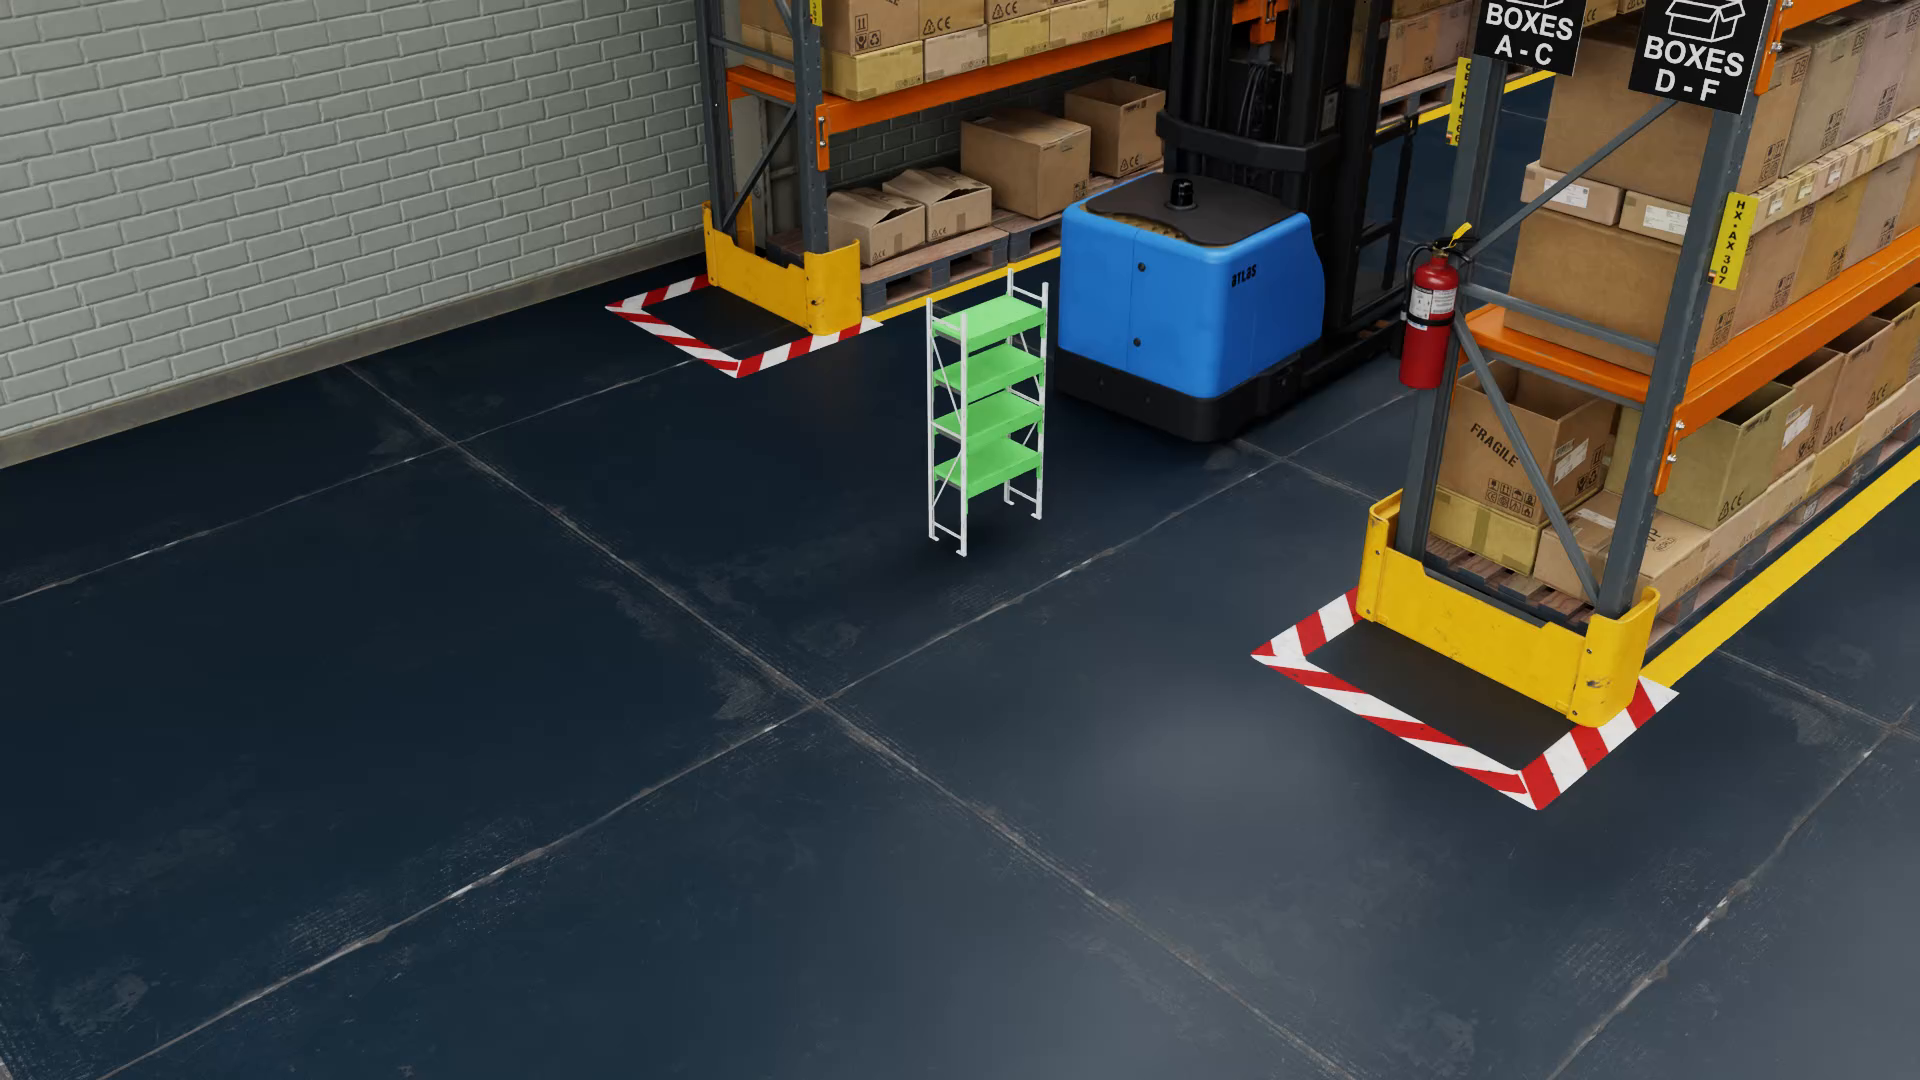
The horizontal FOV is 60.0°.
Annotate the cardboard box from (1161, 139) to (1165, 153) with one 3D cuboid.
[{"bbox_3d":[1.427,-2.910,11.928,0.380,0.166,0.250,23,38,33],"label":"cardboard box"}]

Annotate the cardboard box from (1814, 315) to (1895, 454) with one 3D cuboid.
[{"bbox_3d":[3.883,-0.782,7.668,0.500,0.500,0.500,-26,40,-35],"label":"cardboard box"}]

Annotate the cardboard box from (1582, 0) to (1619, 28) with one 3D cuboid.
[{"bbox_3d":[5.361,-5.024,14.749,0.750,0.750,0.750,-26,40,-36],"label":"cardboard box"}]

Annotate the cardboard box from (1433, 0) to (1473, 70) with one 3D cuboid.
[{"bbox_3d":[3.783,-4.259,13.814,0.500,0.500,0.700,-26,40,-36],"label":"cardboard box"}]

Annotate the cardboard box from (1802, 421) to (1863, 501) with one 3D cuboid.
[{"bbox_3d":[3.883,-0.463,7.864,0.500,0.250,0.500,-26,40,-35],"label":"cardboard box"}]

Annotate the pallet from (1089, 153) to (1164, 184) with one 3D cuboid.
[{"bbox_3d":[1.331,-2.691,11.949,1.213,0.211,1.003,-26,40,-35],"label":"pallet"}]

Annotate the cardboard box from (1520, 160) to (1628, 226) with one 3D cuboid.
[{"bbox_3d":[2.388,-1.348,6.361,0.250,0.149,0.380,-27,40,-36],"label":"cardboard box"}]

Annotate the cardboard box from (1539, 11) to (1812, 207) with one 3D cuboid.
[{"bbox_3d":[2.627,-1.596,6.145,0.500,0.500,0.700,-26,40,-35],"label":"cardboard box"}]

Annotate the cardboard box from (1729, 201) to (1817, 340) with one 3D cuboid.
[{"bbox_3d":[2.970,-1.211,6.760,0.500,0.500,0.700,-25,39,-34],"label":"cardboard box"}]

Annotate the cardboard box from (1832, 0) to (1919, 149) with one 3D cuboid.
[{"bbox_3d":[3.378,-1.963,6.746,0.500,0.500,0.700,-26,40,-35],"label":"cardboard box"}]

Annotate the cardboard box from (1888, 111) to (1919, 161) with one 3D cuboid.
[{"bbox_3d":[3.799,-1.741,7.004,0.250,0.149,0.380,-25,40,-35],"label":"cardboard box"}]

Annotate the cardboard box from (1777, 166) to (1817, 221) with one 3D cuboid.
[{"bbox_3d":[3.047,-1.379,6.412,0.250,0.149,0.380,-26,40,-35],"label":"cardboard box"}]

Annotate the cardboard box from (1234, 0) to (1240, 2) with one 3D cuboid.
[{"bbox_3d":[1.658,-3.793,11.202,0.500,0.250,0.500,-26,40,-35],"label":"cardboard box"}]

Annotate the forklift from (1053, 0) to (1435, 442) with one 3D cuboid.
[{"bbox_3d":[1.865,-2.430,8.914,1.130,2.935,3.031,25,39,35],"label":"forklift"}]

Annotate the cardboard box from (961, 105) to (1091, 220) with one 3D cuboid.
[{"bbox_3d":[0.425,-2.489,10.920,0.700,0.500,0.500,26,40,36],"label":"cardboard box"}]

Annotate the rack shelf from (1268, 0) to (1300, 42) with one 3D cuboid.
[{"bbox_3d":[3.266,-4.535,12.981,4.000,0.370,1.077,-26,40,-35],"label":"rack shelf"}]

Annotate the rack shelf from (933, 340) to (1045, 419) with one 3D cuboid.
[{"bbox_3d":[0.121,-0.721,7.441,0.480,0.148,0.258,-26,40,-35],"label":"rack shelf"}]

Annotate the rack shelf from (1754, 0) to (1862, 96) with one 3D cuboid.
[{"bbox_3d":[3.704,-2.502,6.781,4.000,0.370,1.077,-26,40,-35],"label":"rack shelf"}]

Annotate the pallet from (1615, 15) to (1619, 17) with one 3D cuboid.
[{"bbox_3d":[5.362,-4.612,15.091,1.213,0.211,1.003,-26,40,-35],"label":"pallet"}]

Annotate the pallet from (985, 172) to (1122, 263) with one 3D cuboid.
[{"bbox_3d":[0.436,-2.256,11.237,1.213,0.211,1.003,-26,40,-35],"label":"pallet"}]

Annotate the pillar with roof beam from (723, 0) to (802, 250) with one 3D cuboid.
[{"bbox_3d":[1.718,-4.205,6.001,0.400,9.000,9.100,-26,40,-35],"label":"pillar with roof beam"}]

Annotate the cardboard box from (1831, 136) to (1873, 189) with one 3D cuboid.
[{"bbox_3d":[3.427,-1.563,6.713,0.250,0.149,0.380,-27,41,-37],"label":"cardboard box"}]

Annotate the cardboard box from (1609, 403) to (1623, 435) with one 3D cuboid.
[{"bbox_3d":[3.151,-0.810,7.714,0.500,0.500,0.500,-26,40,-35],"label":"cardboard box"}]

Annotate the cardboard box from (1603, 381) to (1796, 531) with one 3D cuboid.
[{"bbox_3d":[3.147,-0.429,7.091,0.500,0.500,0.500,-26,40,-35],"label":"cardboard box"}]

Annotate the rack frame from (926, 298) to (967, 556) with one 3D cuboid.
[{"bbox_3d":[-0.058,-0.484,7.391,0.015,1.200,0.240,-26,40,-35],"label":"rack frame"}]

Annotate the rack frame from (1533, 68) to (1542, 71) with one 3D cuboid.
[{"bbox_3d":[4.732,-5.551,13.953,0.127,3.000,1.000,-26,40,-35],"label":"rack frame"}]

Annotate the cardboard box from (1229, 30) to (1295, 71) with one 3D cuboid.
[{"bbox_3d":[2.328,-3.521,12.607,0.500,0.500,0.700,-24,39,-34],"label":"cardboard box"}]

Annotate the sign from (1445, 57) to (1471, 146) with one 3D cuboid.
[{"bbox_3d":[1.878,-1.628,6.199,0.005,0.325,0.100,-26,40,-35],"label":"sign"}]

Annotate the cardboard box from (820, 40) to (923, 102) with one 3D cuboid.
[{"bbox_3d":[-0.560,-2.710,9.431,0.500,0.250,0.500,-27,41,-37],"label":"cardboard box"}]

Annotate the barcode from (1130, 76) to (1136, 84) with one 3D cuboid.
[{"bbox_3d":[1.240,-3.290,11.924,0.075,0.075,0.001,-26,40,-35],"label":"barcode"}]

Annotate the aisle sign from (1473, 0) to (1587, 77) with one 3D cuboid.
[{"bbox_3d":[1.989,-2.018,5.683,0.004,0.787,0.394,-26,40,-35],"label":"aisle sign"}]

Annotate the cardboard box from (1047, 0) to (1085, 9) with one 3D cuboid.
[{"bbox_3d":[0.543,-3.572,10.123,0.500,0.500,0.500,-24,39,-34],"label":"cardboard box"}]

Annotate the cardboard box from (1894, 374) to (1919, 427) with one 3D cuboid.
[{"bbox_3d":[4.605,-0.823,8.454,0.500,0.250,0.500,-26,40,-35],"label":"cardboard box"}]

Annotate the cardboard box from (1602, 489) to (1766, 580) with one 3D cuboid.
[{"bbox_3d":[3.146,-0.110,7.288,0.500,0.250,0.500,-26,40,-35],"label":"cardboard box"}]

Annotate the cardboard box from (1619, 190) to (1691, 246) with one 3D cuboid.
[{"bbox_3d":[2.671,-1.196,6.113,0.250,0.149,0.380,-26,40,-36],"label":"cardboard box"}]

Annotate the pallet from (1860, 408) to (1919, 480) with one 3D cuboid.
[{"bbox_3d":[4.559,-0.783,8.828,1.213,0.211,1.003,-26,40,-35],"label":"pallet"}]

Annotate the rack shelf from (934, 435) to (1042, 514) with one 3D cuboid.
[{"bbox_3d":[0.121,-0.311,7.692,0.480,0.148,0.258,-26,40,-35],"label":"rack shelf"}]

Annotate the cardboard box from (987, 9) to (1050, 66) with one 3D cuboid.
[{"bbox_3d":[0.189,-3.078,10.033,0.500,0.250,0.500,-27,40,-36],"label":"cardboard box"}]

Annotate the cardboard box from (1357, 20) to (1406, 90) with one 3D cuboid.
[{"bbox_3d":[3.074,-3.889,13.209,0.500,0.500,0.700,-25,40,-35],"label":"cardboard box"}]

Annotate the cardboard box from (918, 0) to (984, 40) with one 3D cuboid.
[{"bbox_3d":[-0.210,-3.204,9.520,0.500,0.500,0.500,-26,40,-35],"label":"cardboard box"}]

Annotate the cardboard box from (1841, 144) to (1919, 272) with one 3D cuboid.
[{"bbox_3d":[3.721,-1.573,7.352,0.500,0.500,0.700,-24,39,-34],"label":"cardboard box"}]

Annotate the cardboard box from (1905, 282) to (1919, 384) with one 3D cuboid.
[{"bbox_3d":[4.604,-1.144,8.260,0.500,0.500,0.500,-26,40,-35],"label":"cardboard box"}]

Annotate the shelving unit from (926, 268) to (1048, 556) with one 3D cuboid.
[{"bbox_3d":[0.121,-0.571,7.533,0.503,1.200,0.258,-26,40,-35],"label":"shelving unit"}]

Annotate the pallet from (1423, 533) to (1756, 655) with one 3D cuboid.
[{"bbox_3d":[2.769,0.082,7.413,1.213,0.211,1.003,-26,40,-35],"label":"pallet"}]

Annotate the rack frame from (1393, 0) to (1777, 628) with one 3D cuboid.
[{"bbox_3d":[2.237,-0.820,6.216,0.127,3.000,1.000,-26,40,-35],"label":"rack frame"}]

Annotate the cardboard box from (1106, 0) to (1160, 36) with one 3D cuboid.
[{"bbox_3d":[0.929,-3.435,10.617,0.500,0.250,0.500,-26,40,-36],"label":"cardboard box"}]

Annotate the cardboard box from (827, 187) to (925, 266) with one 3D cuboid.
[{"bbox_3d":[-0.565,-1.965,10.244,0.500,0.311,0.500,24,39,34],"label":"cardboard box"}]

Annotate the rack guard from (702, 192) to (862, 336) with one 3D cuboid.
[{"bbox_3d":[-1.078,-1.674,10.009,0.348,0.500,1.175,-26,40,-35],"label":"rack guard"}]

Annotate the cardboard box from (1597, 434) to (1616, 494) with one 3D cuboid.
[{"bbox_3d":[2.788,-0.311,7.617,0.500,0.250,0.500,-26,40,-35],"label":"cardboard box"}]

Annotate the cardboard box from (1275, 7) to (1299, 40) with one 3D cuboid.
[{"bbox_3d":[2.648,-3.999,12.669,0.500,0.250,0.500,-27,40,-36],"label":"cardboard box"}]

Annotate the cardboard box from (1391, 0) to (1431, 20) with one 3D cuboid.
[{"bbox_3d":[3.406,-4.355,13.252,0.500,0.250,0.500,-26,40,-36],"label":"cardboard box"}]
